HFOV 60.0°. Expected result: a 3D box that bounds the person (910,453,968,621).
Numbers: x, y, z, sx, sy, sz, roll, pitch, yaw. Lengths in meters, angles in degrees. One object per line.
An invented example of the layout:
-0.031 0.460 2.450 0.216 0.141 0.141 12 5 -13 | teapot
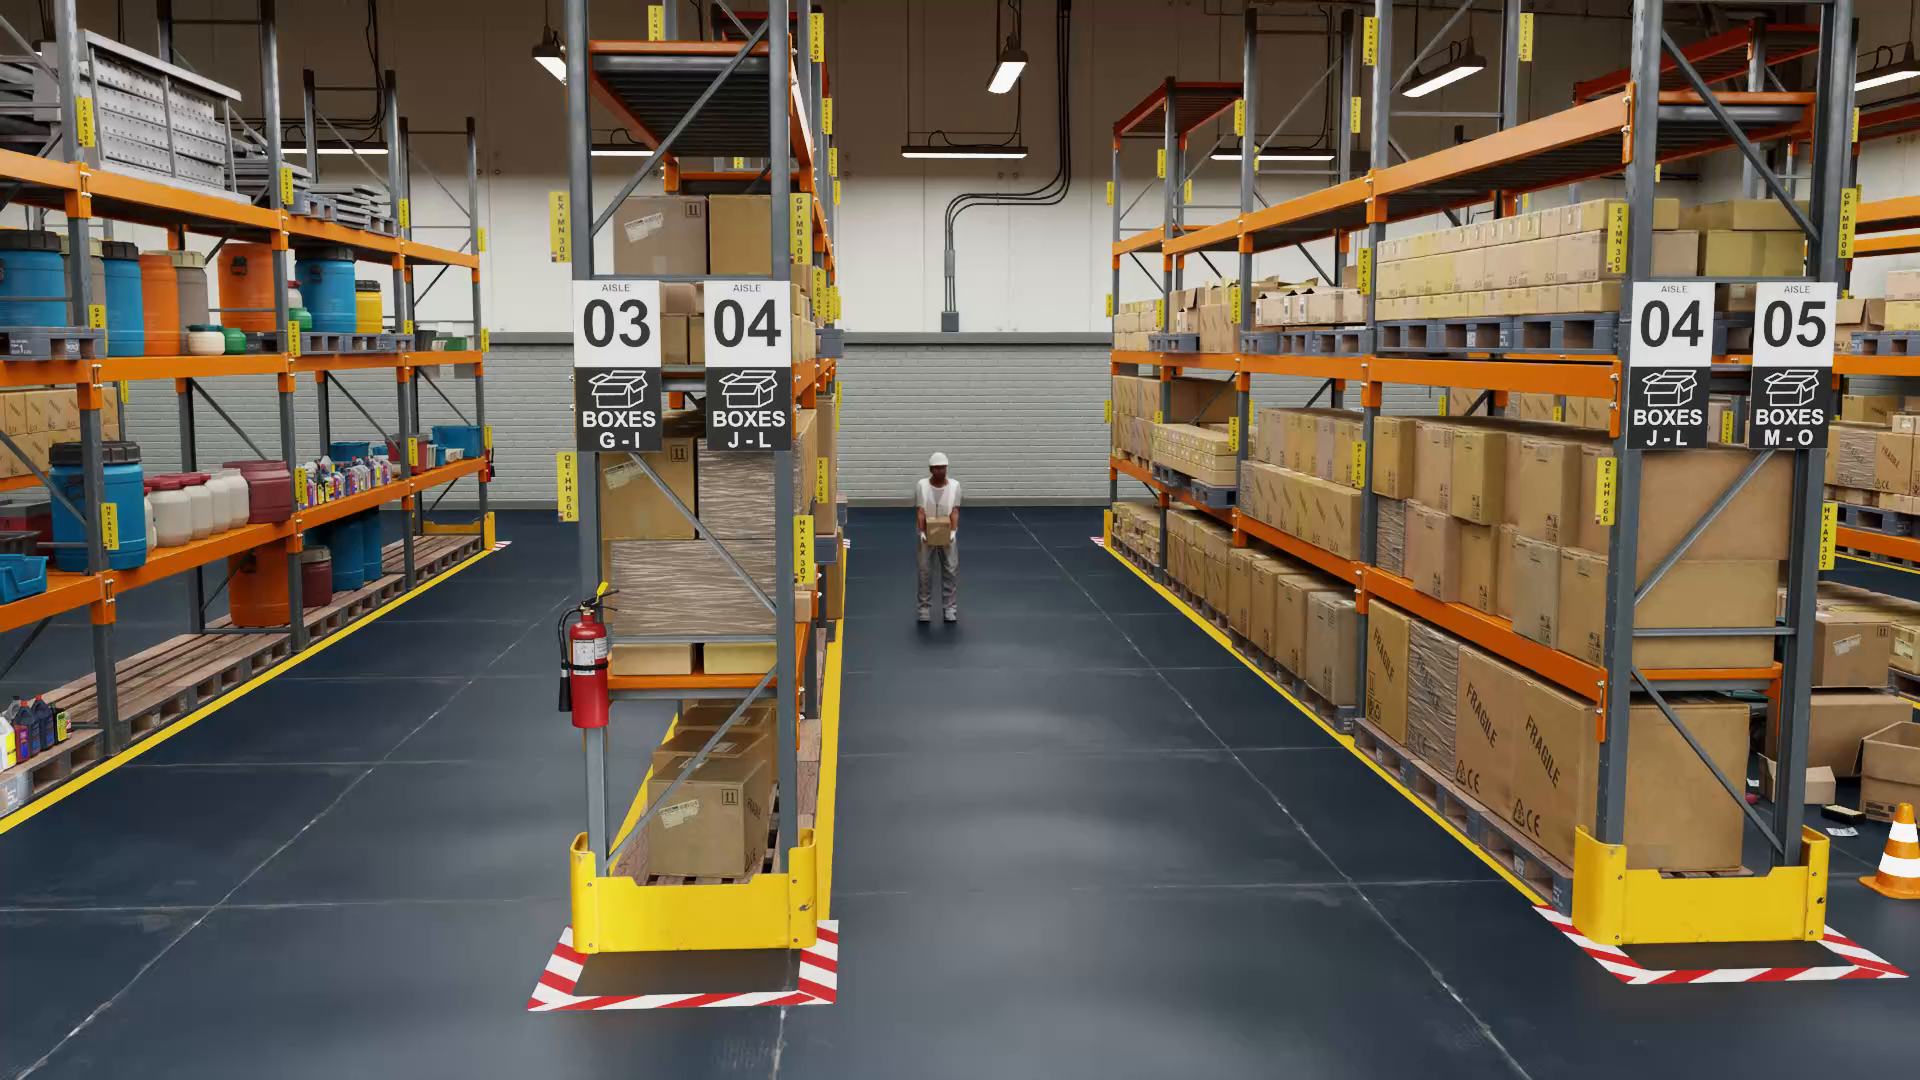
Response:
-0.221 -0.035 17.490 0.620 1.773 0.449 -1 7 -6 | person
